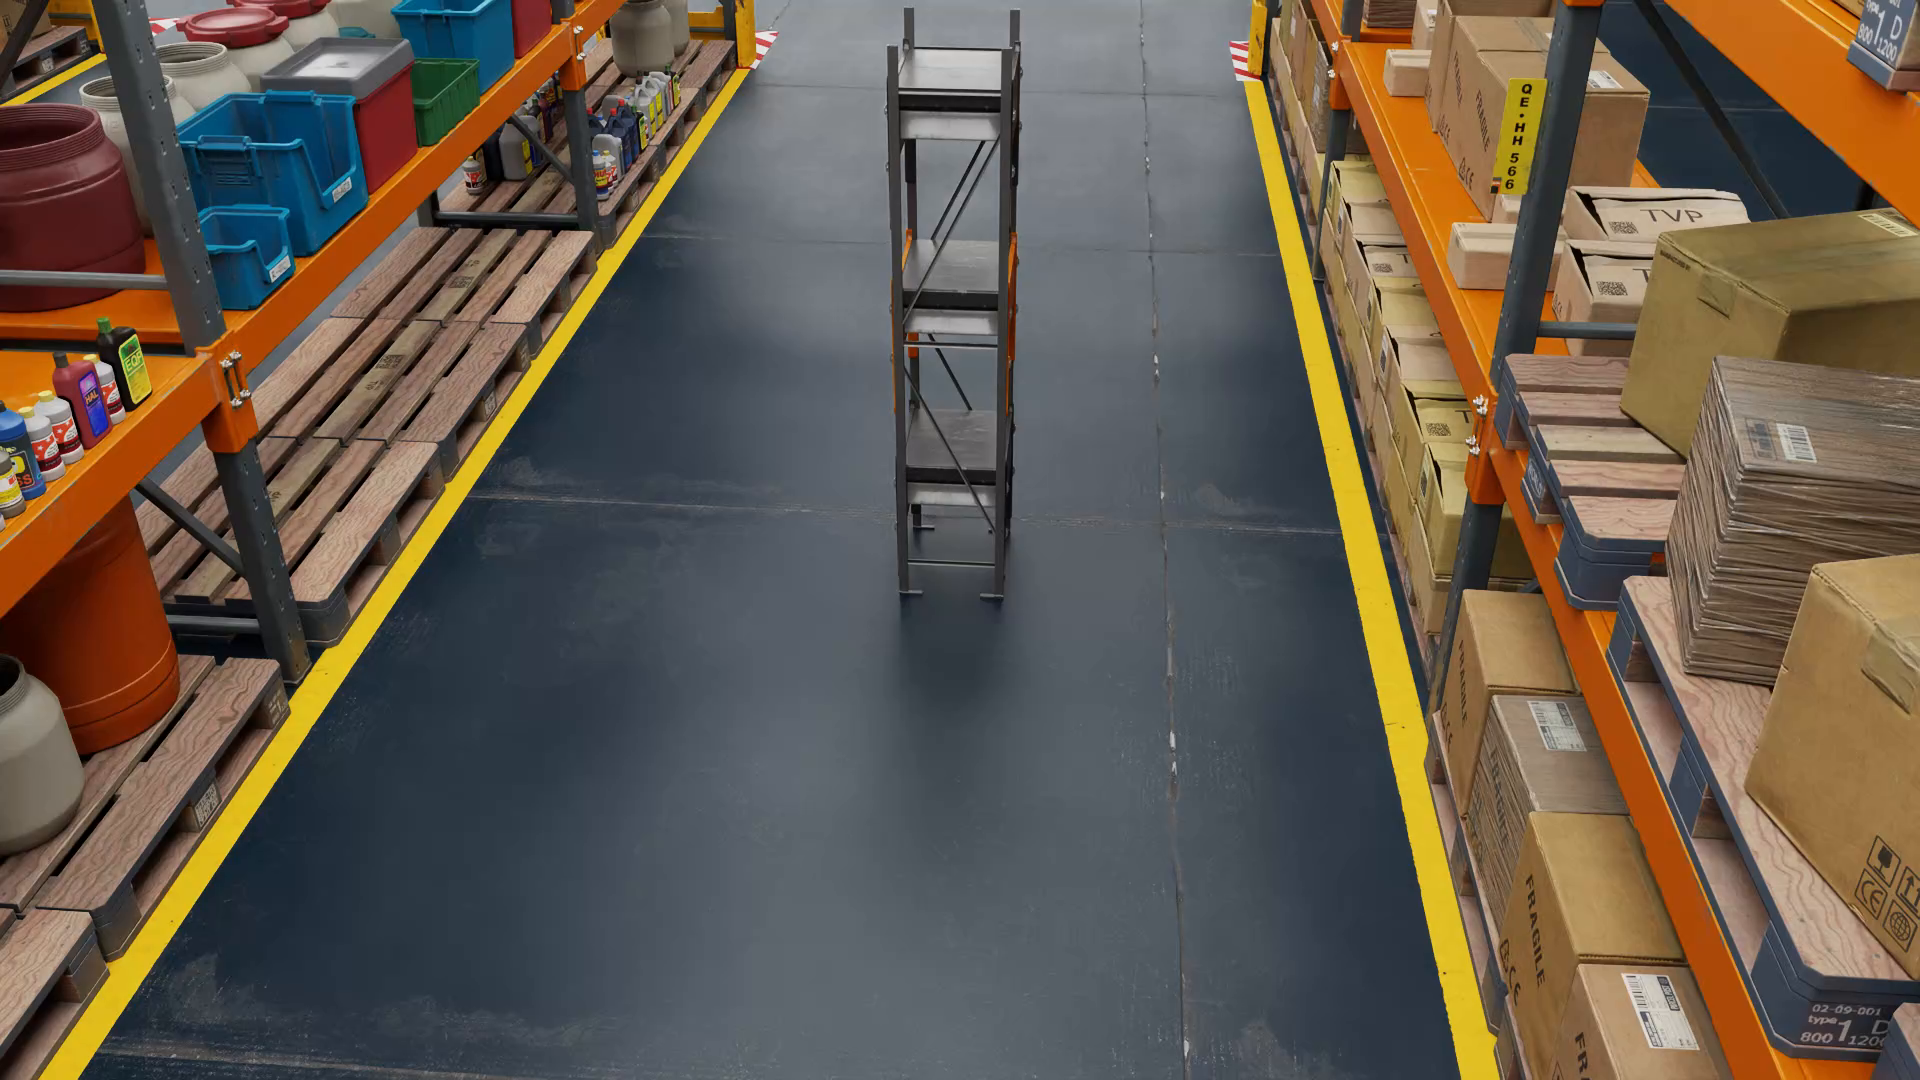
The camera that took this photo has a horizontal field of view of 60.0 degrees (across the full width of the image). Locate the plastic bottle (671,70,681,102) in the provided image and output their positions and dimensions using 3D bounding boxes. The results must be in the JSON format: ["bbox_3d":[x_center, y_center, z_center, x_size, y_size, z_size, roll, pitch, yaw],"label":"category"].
[{"bbox_3d":[-1.904,-3.010,11.022,0.097,0.201,0.097,0,32,0],"label":"plastic bottle"}]

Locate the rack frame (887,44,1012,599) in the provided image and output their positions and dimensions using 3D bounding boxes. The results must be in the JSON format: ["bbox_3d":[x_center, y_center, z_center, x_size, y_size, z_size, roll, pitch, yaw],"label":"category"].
[{"bbox_3d":[-0.033,-0.680,5.852,0.400,2.100,0.015,2,32,4],"label":"rack frame"}]

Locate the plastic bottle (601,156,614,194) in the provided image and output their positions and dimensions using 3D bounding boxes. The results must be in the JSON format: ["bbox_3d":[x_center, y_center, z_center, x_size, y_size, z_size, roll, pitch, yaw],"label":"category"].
[{"bbox_3d":[-2.046,-2.098,9.543,0.097,0.201,0.097,0,32,0],"label":"plastic bottle"}]

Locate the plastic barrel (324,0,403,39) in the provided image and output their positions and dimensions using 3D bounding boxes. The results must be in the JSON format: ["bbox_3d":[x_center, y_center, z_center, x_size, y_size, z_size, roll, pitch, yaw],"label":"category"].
[{"bbox_3d":[-2.813,-2.468,7.766,0.433,0.535,0.433,0,32,0],"label":"plastic barrel"}]

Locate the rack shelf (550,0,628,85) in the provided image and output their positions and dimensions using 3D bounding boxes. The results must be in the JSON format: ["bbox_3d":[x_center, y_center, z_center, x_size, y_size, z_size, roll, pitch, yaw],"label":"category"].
[{"bbox_3d":[-2.354,-3.641,10.484,1.077,0.370,4.000,2,32,4],"label":"rack shelf"}]

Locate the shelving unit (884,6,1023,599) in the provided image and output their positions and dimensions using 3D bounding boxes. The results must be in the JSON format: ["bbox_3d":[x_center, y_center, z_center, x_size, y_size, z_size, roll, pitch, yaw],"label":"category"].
[{"bbox_3d":[-0.013,-0.807,6.059,0.431,2.100,0.503,2,32,4],"label":"shelving unit"}]

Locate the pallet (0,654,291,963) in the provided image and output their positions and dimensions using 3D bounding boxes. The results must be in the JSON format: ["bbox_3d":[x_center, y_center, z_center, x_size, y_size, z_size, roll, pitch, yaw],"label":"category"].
[{"bbox_3d":[-2.865,0.792,5.264,1.003,0.211,1.213,2,32,4],"label":"pallet"}]

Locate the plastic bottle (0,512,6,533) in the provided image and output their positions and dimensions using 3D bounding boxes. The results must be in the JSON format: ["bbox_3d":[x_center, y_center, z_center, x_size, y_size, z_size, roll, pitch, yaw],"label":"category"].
[{"bbox_3d":[-2.528,-0.141,4.242,0.097,0.271,0.097,0,32,0],"label":"plastic bottle"}]

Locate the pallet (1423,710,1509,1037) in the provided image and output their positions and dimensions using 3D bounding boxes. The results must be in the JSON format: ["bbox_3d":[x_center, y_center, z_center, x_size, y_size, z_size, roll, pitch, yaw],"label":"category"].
[{"bbox_3d":[1.996,0.980,4.959,1.003,0.211,1.213,2,32,4],"label":"pallet"}]

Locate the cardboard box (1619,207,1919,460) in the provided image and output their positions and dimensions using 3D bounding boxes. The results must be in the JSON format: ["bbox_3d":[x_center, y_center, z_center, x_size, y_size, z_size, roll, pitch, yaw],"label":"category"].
[{"bbox_3d":[2.155,-0.483,4.179,0.700,0.500,0.500,-8,33,-13],"label":"cardboard box"}]

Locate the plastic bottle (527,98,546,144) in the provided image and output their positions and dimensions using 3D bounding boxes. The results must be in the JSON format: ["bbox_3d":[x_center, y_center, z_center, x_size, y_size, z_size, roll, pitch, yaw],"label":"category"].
[{"bbox_3d":[-2.606,-2.559,10.214,0.061,0.283,0.133,2,32,4],"label":"plastic bottle"}]

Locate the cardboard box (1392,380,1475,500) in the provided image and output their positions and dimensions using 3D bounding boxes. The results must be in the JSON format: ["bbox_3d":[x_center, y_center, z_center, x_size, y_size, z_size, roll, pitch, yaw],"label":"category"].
[{"bbox_3d":[1.927,-0.399,6.225,0.500,0.311,0.500,2,32,3],"label":"cardboard box"}]

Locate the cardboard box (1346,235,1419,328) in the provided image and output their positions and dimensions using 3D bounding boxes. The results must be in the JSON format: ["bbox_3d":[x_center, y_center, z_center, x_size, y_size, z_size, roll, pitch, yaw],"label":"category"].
[{"bbox_3d":[2.051,-1.197,7.519,0.500,0.311,0.500,1,32,2],"label":"cardboard box"}]

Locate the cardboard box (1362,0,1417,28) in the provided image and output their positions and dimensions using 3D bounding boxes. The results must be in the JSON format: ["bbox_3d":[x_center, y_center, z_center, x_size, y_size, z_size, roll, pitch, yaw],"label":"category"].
[{"bbox_3d":[2.450,-2.962,8.603,0.700,0.500,0.500,2,32,3],"label":"cardboard box"}]

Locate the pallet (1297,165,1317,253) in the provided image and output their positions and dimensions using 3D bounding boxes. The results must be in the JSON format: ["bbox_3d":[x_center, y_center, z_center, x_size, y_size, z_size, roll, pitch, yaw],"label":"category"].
[{"bbox_3d":[2.526,-1.914,9.655,1.003,0.211,1.213,2,32,4],"label":"pallet"}]

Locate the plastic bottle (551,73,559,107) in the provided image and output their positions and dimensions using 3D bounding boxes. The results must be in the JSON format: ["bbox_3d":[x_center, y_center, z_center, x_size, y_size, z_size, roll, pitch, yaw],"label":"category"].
[{"bbox_3d":[-2.686,-2.971,10.882,0.061,0.283,0.133,3,32,5],"label":"plastic bottle"}]

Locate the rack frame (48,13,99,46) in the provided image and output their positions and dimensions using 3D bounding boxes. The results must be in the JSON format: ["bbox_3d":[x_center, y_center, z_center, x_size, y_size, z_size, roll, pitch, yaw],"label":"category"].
[{"bbox_3d":[-7.128,-5.204,12.336,1.000,3.000,0.127,2,32,4],"label":"rack frame"}]

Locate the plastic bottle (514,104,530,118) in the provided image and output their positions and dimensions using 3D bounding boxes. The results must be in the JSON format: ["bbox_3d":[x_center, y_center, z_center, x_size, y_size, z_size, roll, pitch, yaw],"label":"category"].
[{"bbox_3d":[-2.710,-2.579,10.181,0.144,0.351,0.185,2,32,4],"label":"plastic bottle"}]

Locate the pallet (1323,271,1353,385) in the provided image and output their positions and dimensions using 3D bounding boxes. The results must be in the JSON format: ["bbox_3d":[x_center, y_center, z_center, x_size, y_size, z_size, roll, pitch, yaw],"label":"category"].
[{"bbox_3d":[2.399,-1.113,8.356,1.003,0.211,1.213,2,32,4],"label":"pallet"}]

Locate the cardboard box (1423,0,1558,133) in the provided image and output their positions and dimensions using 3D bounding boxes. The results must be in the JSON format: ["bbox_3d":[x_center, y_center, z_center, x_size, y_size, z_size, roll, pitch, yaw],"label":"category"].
[{"bbox_3d":[2.298,-2.054,7.128,0.500,0.500,0.500,5,32,8],"label":"cardboard box"}]

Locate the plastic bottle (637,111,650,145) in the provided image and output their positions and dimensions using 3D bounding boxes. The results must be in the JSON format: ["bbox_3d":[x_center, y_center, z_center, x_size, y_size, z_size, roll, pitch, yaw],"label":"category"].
[{"bbox_3d":[-1.976,-2.547,10.272,0.097,0.201,0.097,0,32,0],"label":"plastic bottle"}]

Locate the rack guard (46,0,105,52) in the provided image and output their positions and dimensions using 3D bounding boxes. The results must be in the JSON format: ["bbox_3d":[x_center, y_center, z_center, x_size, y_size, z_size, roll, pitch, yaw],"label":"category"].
[{"bbox_3d":[-7.134,-4.100,12.927,1.175,0.500,0.348,2,32,4],"label":"rack guard"}]

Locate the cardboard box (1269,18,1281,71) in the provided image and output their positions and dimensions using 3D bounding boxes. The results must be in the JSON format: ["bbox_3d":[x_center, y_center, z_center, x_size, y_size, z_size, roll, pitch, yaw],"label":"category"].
[{"bbox_3d":[2.480,-3.516,11.817,0.500,0.250,0.500,2,32,4],"label":"cardboard box"}]

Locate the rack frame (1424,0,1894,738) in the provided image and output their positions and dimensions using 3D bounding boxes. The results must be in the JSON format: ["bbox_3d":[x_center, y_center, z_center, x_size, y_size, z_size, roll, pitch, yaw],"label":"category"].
[{"bbox_3d":[2.094,-0.596,4.858,1.000,3.000,0.127,2,32,4],"label":"rack frame"}]

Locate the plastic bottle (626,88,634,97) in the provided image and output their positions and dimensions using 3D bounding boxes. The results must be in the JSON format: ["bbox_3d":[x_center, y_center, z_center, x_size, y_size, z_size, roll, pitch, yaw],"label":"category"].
[{"bbox_3d":[-2.089,-2.802,10.685,0.097,0.201,0.097,0,32,0],"label":"plastic bottle"}]

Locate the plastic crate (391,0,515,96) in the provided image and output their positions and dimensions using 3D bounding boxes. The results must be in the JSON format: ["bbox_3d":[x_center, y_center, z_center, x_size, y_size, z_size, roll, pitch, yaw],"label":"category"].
[{"bbox_3d":[-2.297,-2.304,7.645,0.392,0.384,0.575,2,32,4],"label":"plastic crate"}]

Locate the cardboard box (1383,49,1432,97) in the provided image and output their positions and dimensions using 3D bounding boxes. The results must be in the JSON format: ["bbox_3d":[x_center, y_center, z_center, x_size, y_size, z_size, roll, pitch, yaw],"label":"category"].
[{"bbox_3d":[2.144,-2.126,7.580,0.380,0.149,0.250,2,32,4],"label":"cardboard box"}]

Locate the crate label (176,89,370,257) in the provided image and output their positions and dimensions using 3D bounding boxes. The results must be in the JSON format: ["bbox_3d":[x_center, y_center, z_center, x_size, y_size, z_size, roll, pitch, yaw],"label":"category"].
[{"bbox_3d":[-2.492,-1.332,6.019,0.502,0.435,0.616,2,32,4],"label":"crate label"}]

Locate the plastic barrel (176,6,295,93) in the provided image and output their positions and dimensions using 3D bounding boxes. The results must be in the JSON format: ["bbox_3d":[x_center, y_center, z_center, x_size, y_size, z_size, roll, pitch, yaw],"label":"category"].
[{"bbox_3d":[-2.908,-1.858,6.776,0.433,0.535,0.433,0,32,0],"label":"plastic barrel"}]

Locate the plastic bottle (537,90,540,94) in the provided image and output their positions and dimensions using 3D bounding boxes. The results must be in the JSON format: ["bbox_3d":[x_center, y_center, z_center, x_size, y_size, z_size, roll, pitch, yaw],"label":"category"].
[{"bbox_3d":[-2.694,-2.771,10.634,0.097,0.201,0.097,0,32,0],"label":"plastic bottle"}]

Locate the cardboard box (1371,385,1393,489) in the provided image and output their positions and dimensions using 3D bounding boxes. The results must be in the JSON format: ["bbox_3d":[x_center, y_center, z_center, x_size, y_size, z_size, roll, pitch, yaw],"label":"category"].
[{"bbox_3d":[1.976,-0.422,6.796,0.500,0.250,0.500,3,32,5],"label":"cardboard box"}]

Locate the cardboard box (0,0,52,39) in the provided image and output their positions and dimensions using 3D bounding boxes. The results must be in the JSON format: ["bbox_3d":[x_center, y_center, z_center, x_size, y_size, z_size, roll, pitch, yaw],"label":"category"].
[{"bbox_3d":[-7.195,-3.993,12.353,0.500,0.500,0.500,8,33,13],"label":"cardboard box"}]

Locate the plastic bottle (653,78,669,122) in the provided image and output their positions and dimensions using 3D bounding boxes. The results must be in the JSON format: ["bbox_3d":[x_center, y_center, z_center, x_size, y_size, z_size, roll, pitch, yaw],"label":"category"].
[{"bbox_3d":[-1.963,-2.838,10.673,0.152,0.276,0.135,2,32,3],"label":"plastic bottle"}]

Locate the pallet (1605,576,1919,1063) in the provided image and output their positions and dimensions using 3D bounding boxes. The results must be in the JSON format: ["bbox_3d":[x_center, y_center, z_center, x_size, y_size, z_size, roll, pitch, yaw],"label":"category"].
[{"bbox_3d":[1.940,0.503,3.258,1.003,0.211,1.213,2,32,4],"label":"pallet"}]

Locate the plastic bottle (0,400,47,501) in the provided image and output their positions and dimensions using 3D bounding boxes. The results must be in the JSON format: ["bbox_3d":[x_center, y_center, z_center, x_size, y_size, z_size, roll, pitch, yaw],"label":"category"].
[{"bbox_3d":[-2.512,-0.243,4.408,0.097,0.271,0.097,0,32,0],"label":"plastic bottle"}]

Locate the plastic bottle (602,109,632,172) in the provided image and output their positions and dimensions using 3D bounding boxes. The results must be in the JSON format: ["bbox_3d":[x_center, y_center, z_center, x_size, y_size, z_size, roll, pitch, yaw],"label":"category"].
[{"bbox_3d":[-2.038,-2.365,9.834,0.144,0.351,0.185,3,32,5],"label":"plastic bottle"}]

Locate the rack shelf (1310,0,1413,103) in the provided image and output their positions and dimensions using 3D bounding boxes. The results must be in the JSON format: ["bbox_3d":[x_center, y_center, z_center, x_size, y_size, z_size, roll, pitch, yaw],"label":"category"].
[{"bbox_3d":[2.583,-3.427,10.138,1.077,0.370,4.000,2,32,4],"label":"rack shelf"}]

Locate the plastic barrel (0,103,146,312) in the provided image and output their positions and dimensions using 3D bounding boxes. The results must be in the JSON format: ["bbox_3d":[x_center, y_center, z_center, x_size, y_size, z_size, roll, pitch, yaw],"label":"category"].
[{"bbox_3d":[-3.107,-1.123,5.583,0.600,0.536,0.708,2,32,4],"label":"plastic barrel"}]

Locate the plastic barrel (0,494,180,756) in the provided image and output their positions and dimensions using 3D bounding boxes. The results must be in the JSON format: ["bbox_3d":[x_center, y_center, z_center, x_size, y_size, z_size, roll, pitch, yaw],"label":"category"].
[{"bbox_3d":[-2.865,0.192,5.247,0.600,0.830,0.708,2,32,4],"label":"plastic barrel"}]

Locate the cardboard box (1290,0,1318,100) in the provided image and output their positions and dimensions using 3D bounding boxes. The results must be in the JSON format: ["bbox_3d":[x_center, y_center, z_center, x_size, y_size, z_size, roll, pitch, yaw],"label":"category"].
[{"bbox_3d":[2.355,-3.051,10.348,0.500,0.500,0.500,2,32,4],"label":"cardboard box"}]

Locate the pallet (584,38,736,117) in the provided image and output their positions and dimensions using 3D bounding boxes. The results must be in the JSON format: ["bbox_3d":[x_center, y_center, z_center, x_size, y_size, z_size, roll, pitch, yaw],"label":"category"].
[{"bbox_3d":[-2.222,-3.339,11.967,1.003,0.211,1.213,2,32,4],"label":"pallet"}]

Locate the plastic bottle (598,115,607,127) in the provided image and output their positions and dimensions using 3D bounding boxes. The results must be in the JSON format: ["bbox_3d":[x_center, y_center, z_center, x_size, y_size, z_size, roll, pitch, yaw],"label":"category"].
[{"bbox_3d":[-2.146,-2.412,9.986,0.097,0.271,0.097,0,32,0],"label":"plastic bottle"}]

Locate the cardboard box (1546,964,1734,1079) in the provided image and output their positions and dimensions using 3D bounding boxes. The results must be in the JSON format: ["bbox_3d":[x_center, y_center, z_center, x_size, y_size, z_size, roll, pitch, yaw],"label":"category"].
[{"bbox_3d":[1.652,1.316,3.719,0.500,0.500,0.500,1,32,2],"label":"cardboard box"}]

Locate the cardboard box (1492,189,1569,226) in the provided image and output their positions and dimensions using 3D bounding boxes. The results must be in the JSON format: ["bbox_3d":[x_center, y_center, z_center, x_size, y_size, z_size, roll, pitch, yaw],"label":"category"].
[{"bbox_3d":[2.142,-1.158,6.010,0.380,0.149,0.250,5,32,8],"label":"cardboard box"}]

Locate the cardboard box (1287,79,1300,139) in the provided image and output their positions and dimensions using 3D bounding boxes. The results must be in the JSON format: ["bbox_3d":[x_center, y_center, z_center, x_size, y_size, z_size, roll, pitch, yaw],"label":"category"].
[{"bbox_3d":[2.356,-2.732,10.545,0.500,0.250,0.500,2,32,4],"label":"cardboard box"}]

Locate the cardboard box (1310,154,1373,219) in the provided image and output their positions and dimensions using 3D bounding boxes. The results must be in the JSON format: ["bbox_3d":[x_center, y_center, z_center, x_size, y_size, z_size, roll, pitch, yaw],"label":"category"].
[{"bbox_3d":[2.240,-1.948,9.272,0.500,0.250,0.500,2,32,4],"label":"cardboard box"}]

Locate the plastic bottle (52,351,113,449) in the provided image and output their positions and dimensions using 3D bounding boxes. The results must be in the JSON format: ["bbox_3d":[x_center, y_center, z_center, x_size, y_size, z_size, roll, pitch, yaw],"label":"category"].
[{"bbox_3d":[-2.469,-0.409,4.666,0.061,0.283,0.133,2,32,4],"label":"plastic bottle"}]

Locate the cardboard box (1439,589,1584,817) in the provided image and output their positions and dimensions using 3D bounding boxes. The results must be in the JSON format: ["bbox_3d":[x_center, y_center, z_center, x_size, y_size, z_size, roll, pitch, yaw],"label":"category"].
[{"bbox_3d":[1.772,0.507,5.032,0.500,0.500,0.500,4,32,6],"label":"cardboard box"}]

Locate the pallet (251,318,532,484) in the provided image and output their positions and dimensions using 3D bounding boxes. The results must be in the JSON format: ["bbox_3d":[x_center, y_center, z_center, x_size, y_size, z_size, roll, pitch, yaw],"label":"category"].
[{"bbox_3d":[-2.639,-0.662,7.623,1.003,0.211,1.213,2,32,4],"label":"pallet"}]

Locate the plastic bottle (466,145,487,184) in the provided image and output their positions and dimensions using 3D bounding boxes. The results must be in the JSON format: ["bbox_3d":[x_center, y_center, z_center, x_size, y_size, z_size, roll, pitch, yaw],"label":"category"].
[{"bbox_3d":[-2.806,-2.198,9.627,0.061,0.283,0.133,4,32,6],"label":"plastic bottle"}]

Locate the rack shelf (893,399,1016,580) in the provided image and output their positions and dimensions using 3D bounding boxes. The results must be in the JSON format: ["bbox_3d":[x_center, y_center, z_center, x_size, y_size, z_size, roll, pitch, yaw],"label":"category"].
[{"bbox_3d":[-0.013,-0.200,6.433,0.431,0.518,0.480,2,32,4],"label":"rack shelf"}]

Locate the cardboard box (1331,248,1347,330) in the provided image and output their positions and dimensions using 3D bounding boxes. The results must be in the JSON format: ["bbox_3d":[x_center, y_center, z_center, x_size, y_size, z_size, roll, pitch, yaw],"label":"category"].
[{"bbox_3d":[2.097,-1.228,8.104,0.500,0.250,0.500,3,32,5],"label":"cardboard box"}]

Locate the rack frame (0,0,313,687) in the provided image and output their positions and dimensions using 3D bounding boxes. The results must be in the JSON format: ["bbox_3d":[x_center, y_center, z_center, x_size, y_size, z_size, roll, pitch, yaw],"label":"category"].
[{"bbox_3d":[-2.843,-0.809,5.204,1.000,3.000,0.127,2,32,4],"label":"rack frame"}]
